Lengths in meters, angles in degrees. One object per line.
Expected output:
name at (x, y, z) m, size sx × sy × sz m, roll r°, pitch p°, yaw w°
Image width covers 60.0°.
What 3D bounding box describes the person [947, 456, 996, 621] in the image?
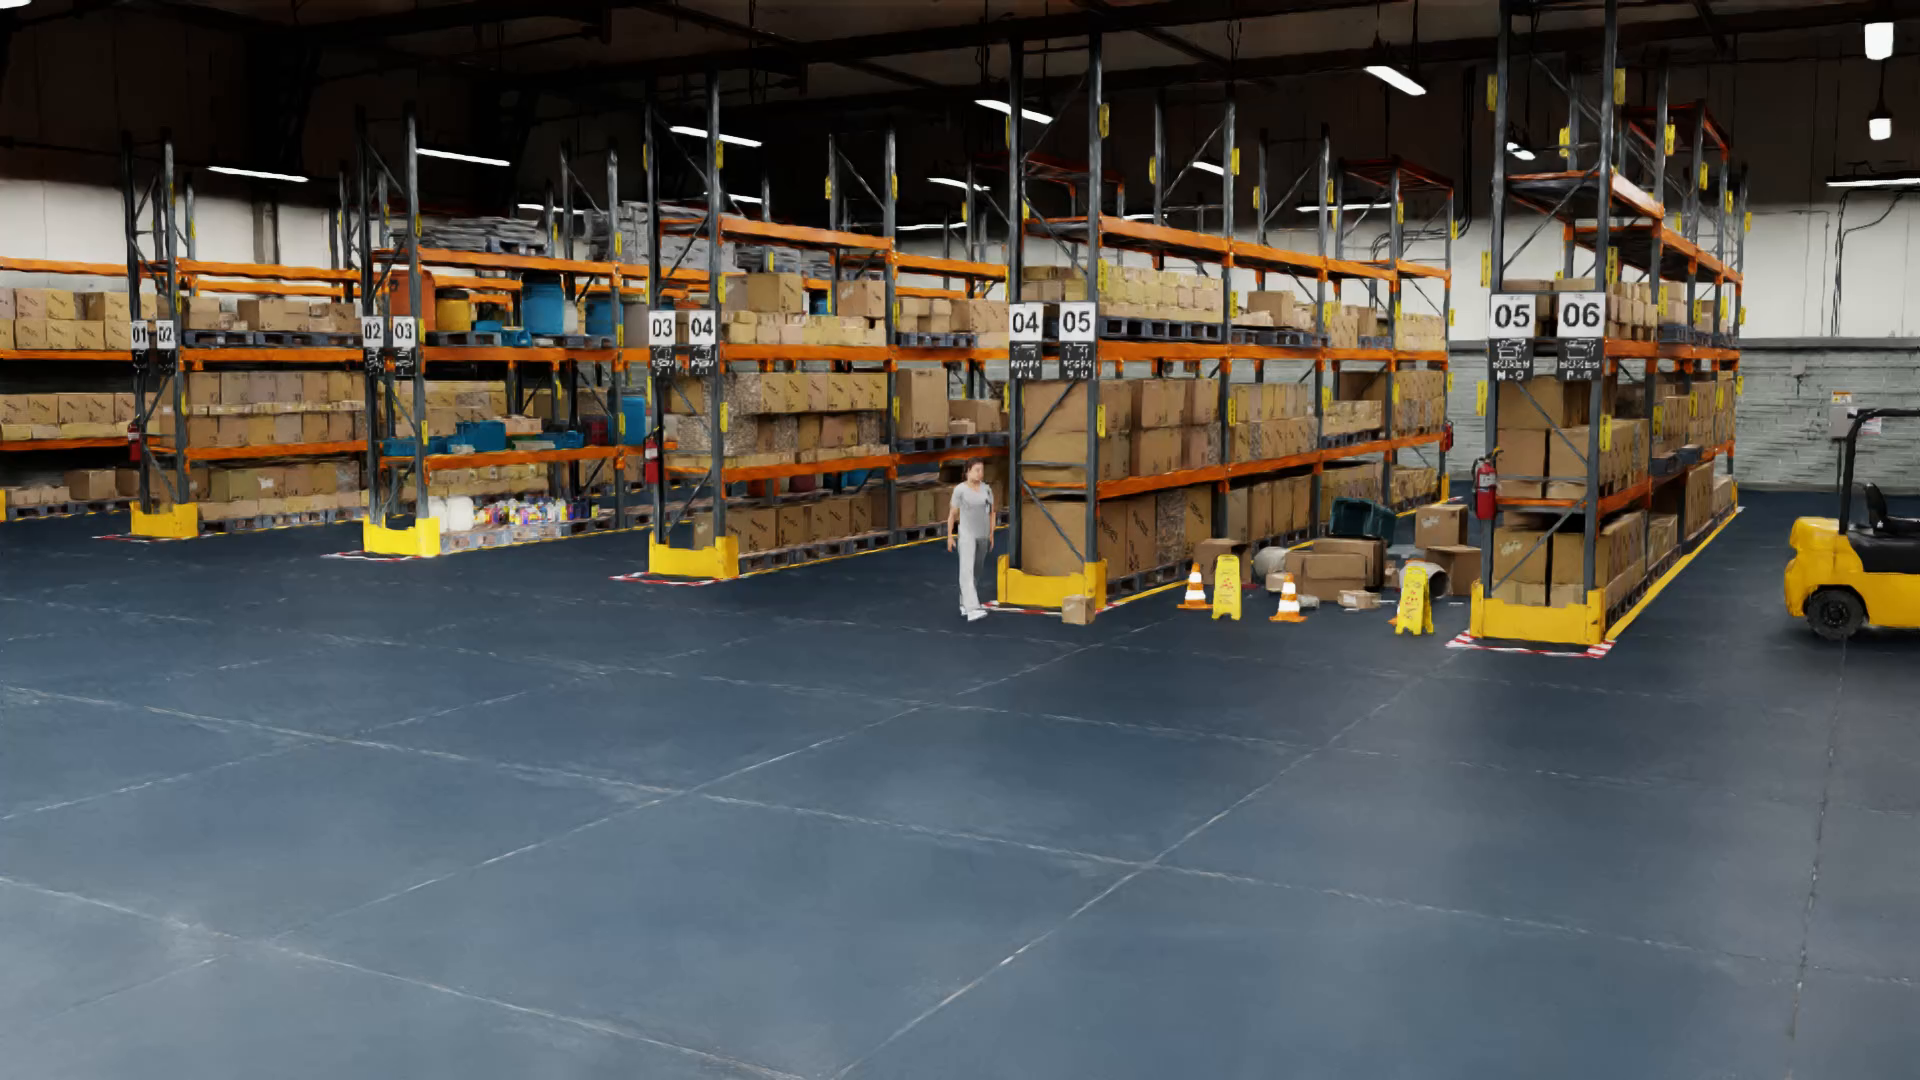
person at (0.159, -0.019, 16.651) m, size 0.483 × 1.623 × 0.949 m, roll -3°, pitch 7°, yaw -29°
